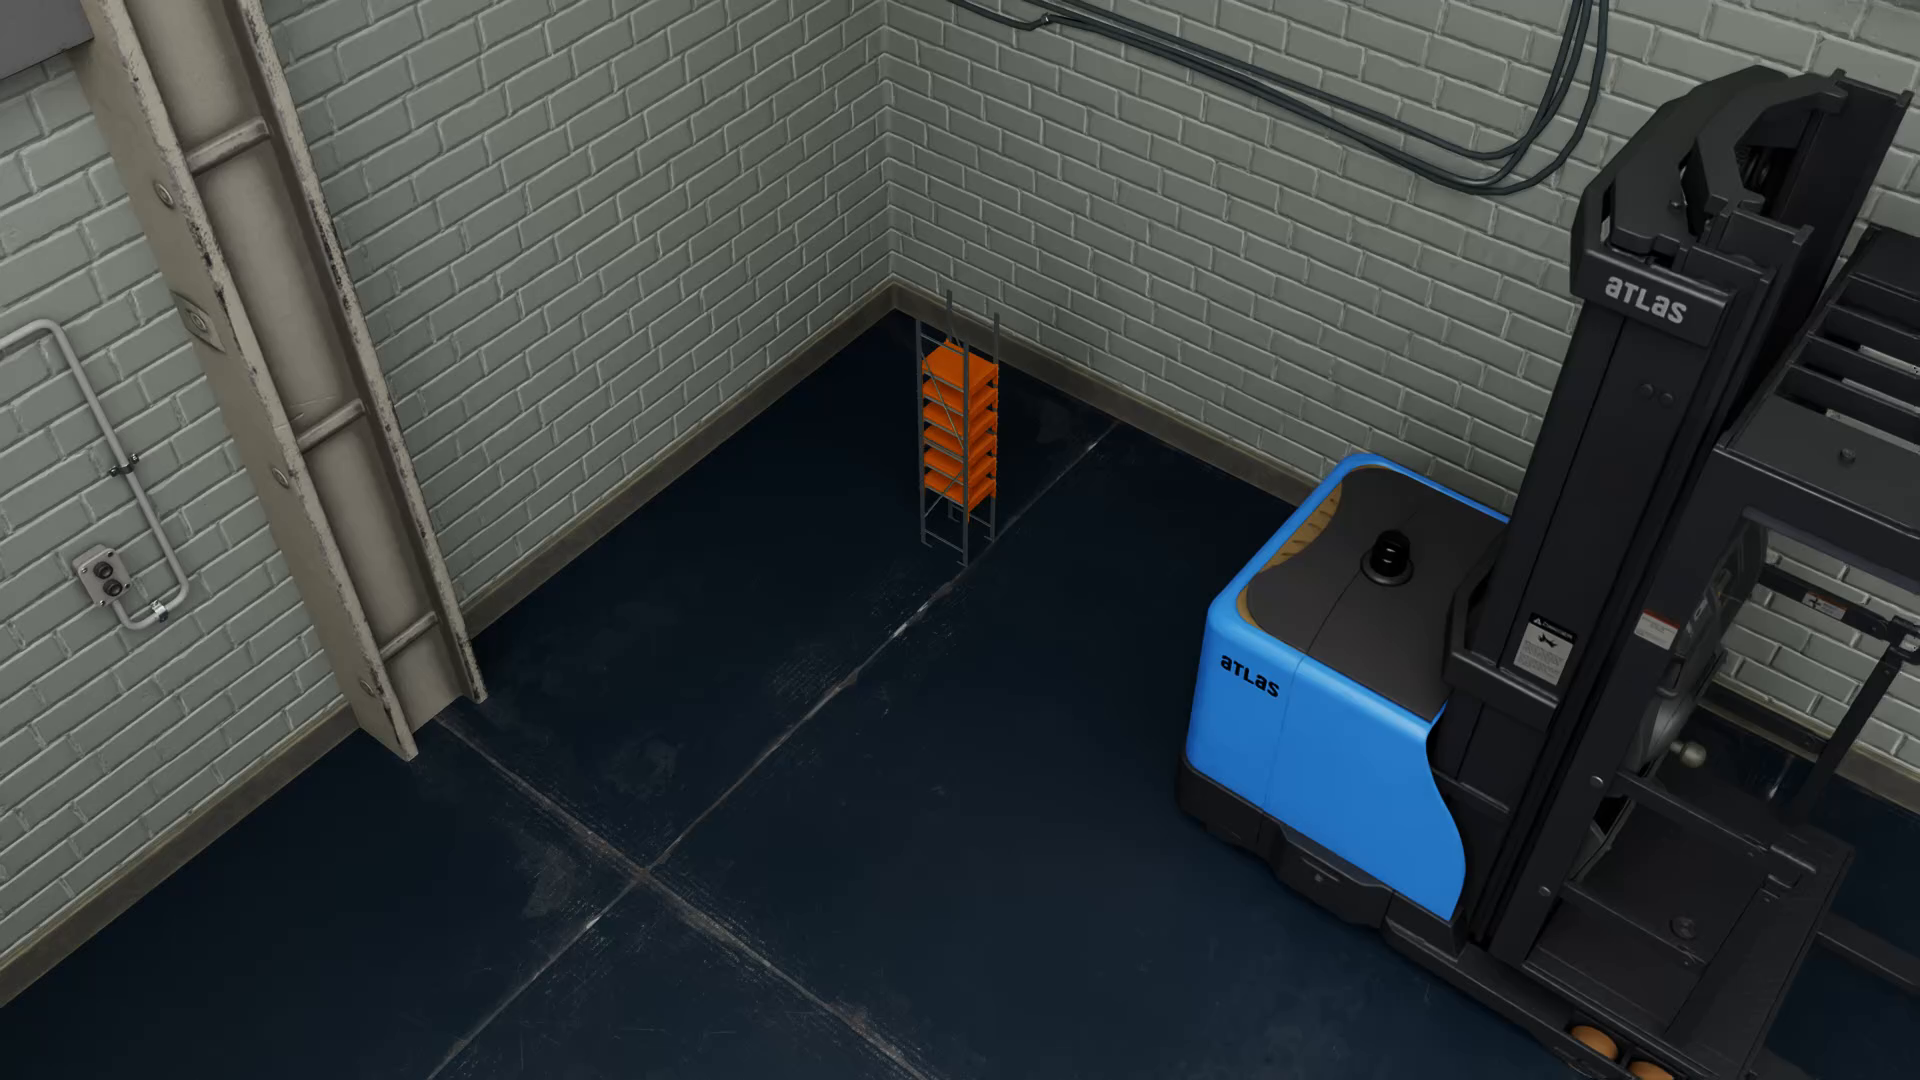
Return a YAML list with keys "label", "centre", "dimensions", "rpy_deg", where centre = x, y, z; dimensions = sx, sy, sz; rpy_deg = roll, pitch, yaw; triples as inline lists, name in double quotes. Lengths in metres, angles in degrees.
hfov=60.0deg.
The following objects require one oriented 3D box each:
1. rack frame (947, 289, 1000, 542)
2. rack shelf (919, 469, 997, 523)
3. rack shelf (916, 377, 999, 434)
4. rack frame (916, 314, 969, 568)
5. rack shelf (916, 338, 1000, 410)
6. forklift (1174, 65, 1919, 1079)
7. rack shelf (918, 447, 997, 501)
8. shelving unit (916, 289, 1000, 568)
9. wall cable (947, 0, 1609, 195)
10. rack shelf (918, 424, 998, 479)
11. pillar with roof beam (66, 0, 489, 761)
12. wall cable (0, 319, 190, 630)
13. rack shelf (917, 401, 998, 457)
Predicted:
- label: "rack frame"
  centre: [0.047, -0.459, 6.523]
  dimensions: [0.240, 1.200, 0.006]
  rpy_deg: [29, 53, 25]
- label: "rack shelf"
  centre: [-0.009, -0.210, 6.679]
  dimensions: [0.258, 0.103, 0.180]
  rpy_deg: [29, 53, 25]
- label: "rack shelf"
  centre: [-0.009, -0.541, 6.332]
  dimensions: [0.258, 0.103, 0.180]
  rpy_deg: [29, 53, 25]
- label: "rack frame"
  centre: [-0.065, -0.354, 6.423]
  dimensions: [0.240, 1.200, 0.006]
  rpy_deg: [29, 53, 25]
- label: "rack shelf"
  centre: [-0.009, -0.624, 6.245]
  dimensions: [0.258, 0.103, 0.180]
  rpy_deg: [29, 53, 25]
- label: "forklift"
  centre: [2.236, 0.338, 4.564]
  dimensions: [3.031, 2.935, 1.130]
  rpy_deg: [30, 53, 25]
- label: "rack shelf"
  centre: [-0.009, -0.293, 6.592]
  dimensions: [0.258, 0.103, 0.180]
  rpy_deg: [29, 53, 25]
- label: "shelving unit"
  centre: [-0.009, -0.406, 6.473]
  dimensions: [0.258, 1.200, 0.189]
  rpy_deg: [29, 53, 25]
- label: "wall cable"
  centre: [0.736, -2.549, 5.273]
  dimensions: [3.097, 2.526, 0.112]
  rpy_deg: [29, 53, 25]
- label: "rack shelf"
  centre: [-0.009, -0.375, 6.505]
  dimensions: [0.258, 0.103, 0.180]
  rpy_deg: [29, 53, 25]
- label: "pillar with roof beam"
  centre: [1.368, -0.567, 1.233]
  dimensions: [9.100, 9.000, 0.400]
  rpy_deg: [29, 53, 25]
- label: "wall cable"
  centre: [-2.970, 0.028, 4.111]
  dimensions: [0.084, 1.984, 1.851]
  rpy_deg: [29, 53, 25]
- label: "rack shelf"
  centre: [-0.009, -0.458, 6.418]
  dimensions: [0.258, 0.103, 0.180]
  rpy_deg: [29, 53, 25]
